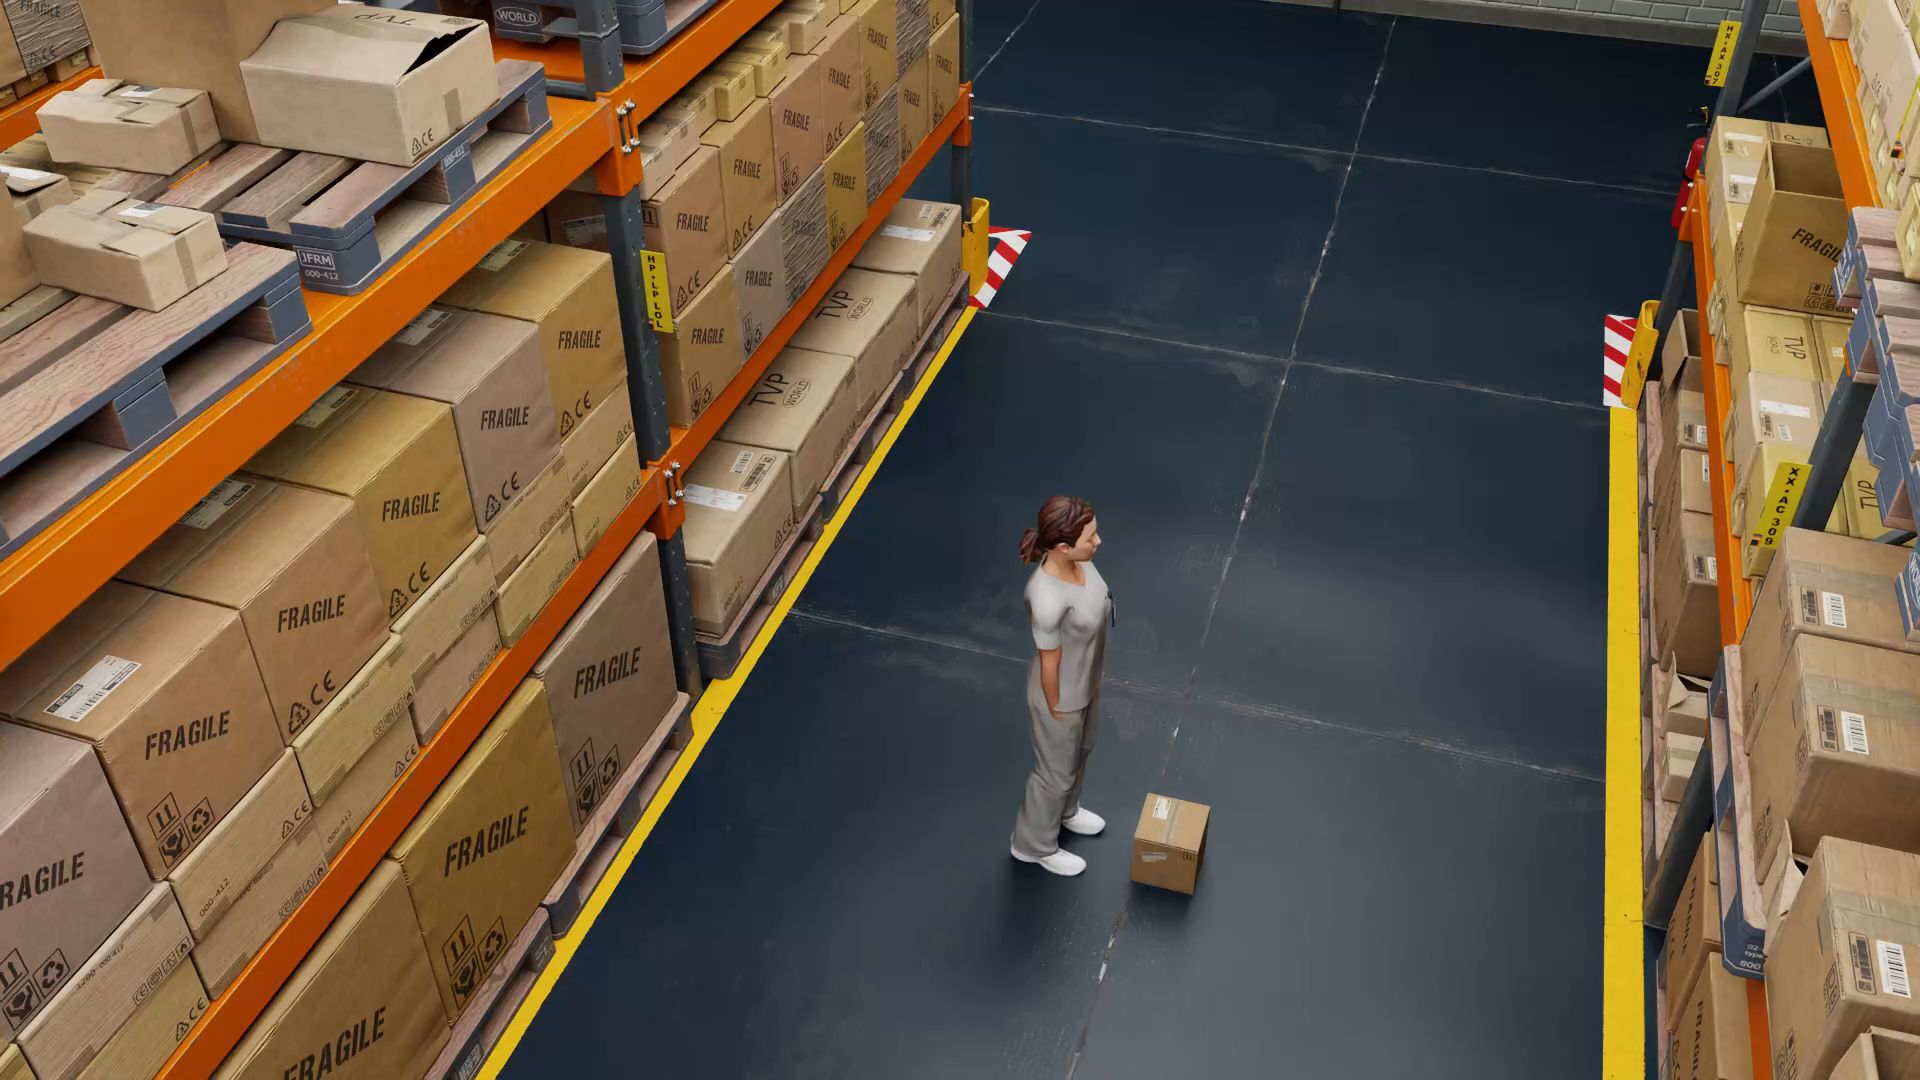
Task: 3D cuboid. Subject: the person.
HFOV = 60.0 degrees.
[{"bbox_3d":[0.380,0.532,6.200,0.369,1.674,0.439,12,39,15],"label":"person"}]
